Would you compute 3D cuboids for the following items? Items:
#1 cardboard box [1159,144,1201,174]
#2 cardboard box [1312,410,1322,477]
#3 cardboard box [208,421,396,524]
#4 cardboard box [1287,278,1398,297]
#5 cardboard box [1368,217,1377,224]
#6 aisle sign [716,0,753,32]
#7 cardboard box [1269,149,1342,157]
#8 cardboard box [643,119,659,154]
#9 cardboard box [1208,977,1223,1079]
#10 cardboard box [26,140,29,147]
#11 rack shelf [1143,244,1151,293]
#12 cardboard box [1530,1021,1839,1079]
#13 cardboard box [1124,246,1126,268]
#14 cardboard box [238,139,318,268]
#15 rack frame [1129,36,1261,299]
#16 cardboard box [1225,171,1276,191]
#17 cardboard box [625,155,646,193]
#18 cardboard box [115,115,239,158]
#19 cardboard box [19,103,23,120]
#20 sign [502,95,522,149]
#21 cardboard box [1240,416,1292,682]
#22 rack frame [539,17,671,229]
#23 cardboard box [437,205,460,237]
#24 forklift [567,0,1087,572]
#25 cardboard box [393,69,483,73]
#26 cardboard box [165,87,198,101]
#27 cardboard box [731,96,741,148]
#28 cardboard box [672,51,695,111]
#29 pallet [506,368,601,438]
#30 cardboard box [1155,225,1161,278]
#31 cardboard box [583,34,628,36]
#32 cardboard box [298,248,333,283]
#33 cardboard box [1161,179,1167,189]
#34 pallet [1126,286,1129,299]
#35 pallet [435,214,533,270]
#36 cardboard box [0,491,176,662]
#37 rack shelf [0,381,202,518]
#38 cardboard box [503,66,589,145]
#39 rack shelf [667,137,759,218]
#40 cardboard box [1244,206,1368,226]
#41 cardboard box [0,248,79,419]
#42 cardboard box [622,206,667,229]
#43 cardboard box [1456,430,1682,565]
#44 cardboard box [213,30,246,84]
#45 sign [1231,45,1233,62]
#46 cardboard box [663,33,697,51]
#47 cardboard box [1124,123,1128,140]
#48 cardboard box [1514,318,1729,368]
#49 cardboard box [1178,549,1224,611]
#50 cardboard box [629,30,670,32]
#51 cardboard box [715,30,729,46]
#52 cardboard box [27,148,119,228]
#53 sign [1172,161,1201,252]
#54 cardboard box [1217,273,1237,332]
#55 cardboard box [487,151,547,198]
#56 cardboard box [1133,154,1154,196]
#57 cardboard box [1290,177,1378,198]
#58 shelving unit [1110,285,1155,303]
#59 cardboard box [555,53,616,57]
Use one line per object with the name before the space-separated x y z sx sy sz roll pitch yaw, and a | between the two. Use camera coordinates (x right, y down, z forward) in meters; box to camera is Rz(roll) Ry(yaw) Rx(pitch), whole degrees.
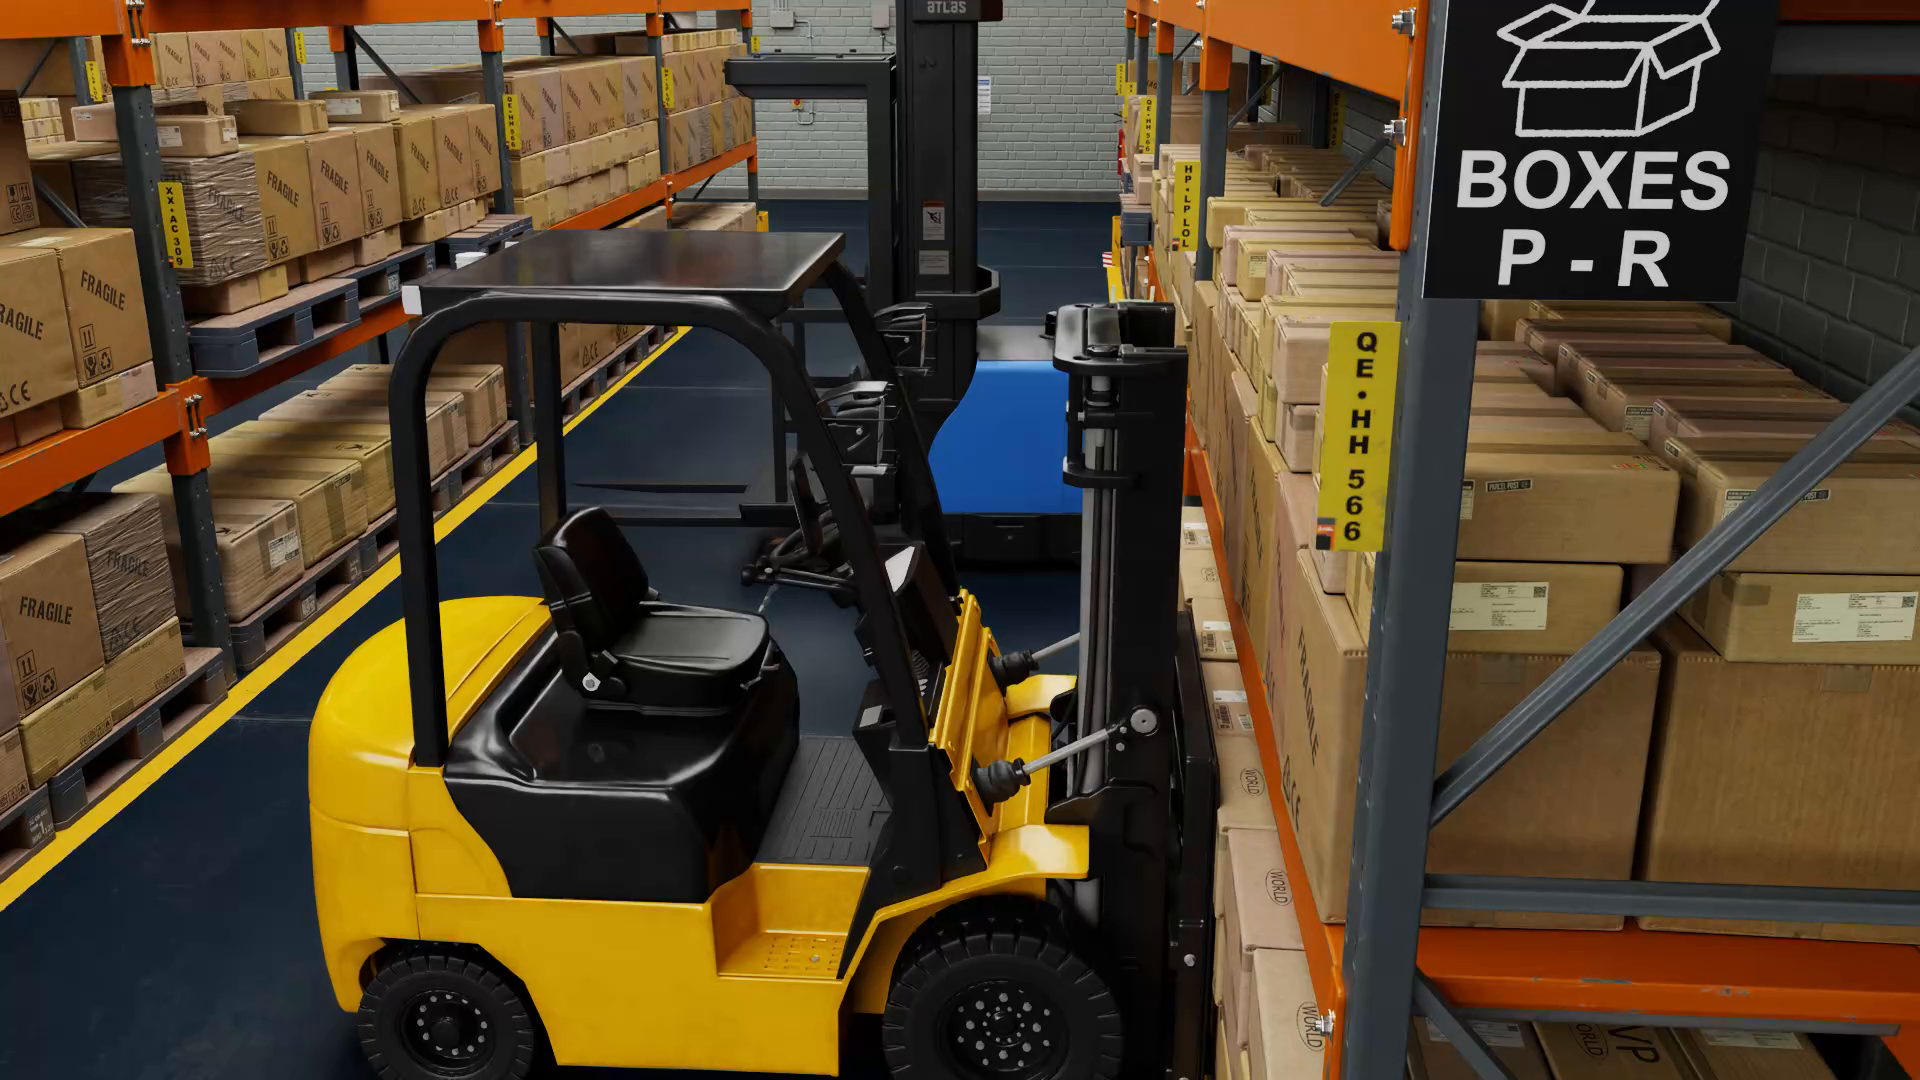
cardboard box | 1.348 -2.208 9.642 0.380 0.149 0.250 2 18 6
cardboard box | 0.934 -0.166 3.409 0.380 0.149 0.250 1 18 4
cardboard box | -3.442 -0.365 8.766 0.950 0.372 0.625 2 18 6
cardboard box | 1.010 -0.550 4.103 0.380 0.149 0.250 2 18 5
cardboard box | 1.617 -1.163 6.451 0.380 0.149 0.250 1 18 3
aisle sign | -2.399 -5.790 17.600 0.394 0.787 0.004 1 18 4
cardboard box | 1.936 -2.111 9.346 0.380 0.149 0.250 2 18 5
cardboard box | -2.789 -3.321 13.678 0.500 0.250 0.500 1 18 4
cardboard box | 0.899 1.185 4.232 0.500 0.250 0.500 1 18 5
cardboard box | -7.813 -3.170 13.510 0.380 0.149 0.250 1 18 4
rack shelf | 1.808 -2.224 12.048 1.077 0.370 4.000 1 18 4
cardboard box | 1.314 1.027 3.108 0.500 0.250 0.500 1 18 3
cardboard box | 1.999 -2.989 16.566 0.700 0.500 0.500 2 18 6
cardboard box | -3.219 -1.495 7.356 0.500 0.500 0.500 1 18 4
rack frame | 1.951 -3.187 13.832 1.000 3.000 0.127 1 18 4
cardboard box | 1.343 -1.724 8.165 0.380 0.149 0.250 1 18 4
cardboard box | -2.819 -2.922 13.265 0.500 0.250 0.500 1 18 3
cardboard box | -3.187 -1.647 6.777 0.380 0.149 0.250 1 18 4
cardboard box | -7.818 -3.446 13.396 0.380 0.149 0.250 1 18 2
sign | -2.745 -2.558 10.179 0.100 0.325 0.005 1 18 4
cardboard box | 0.947 0.014 3.904 0.500 0.500 0.500 1 18 3
rack frame | -3.000 -3.297 14.167 1.000 3.000 0.127 1 18 4
cardboard box | -3.022 -1.785 9.283 0.380 0.149 0.250 0 18 1
forklift | -0.623 -1.396 8.477 3.031 2.935 1.130 0 18 1
cardboard box | -3.482 -2.903 11.199 0.500 0.500 0.500 2 18 5
cardboard box | -7.557 -4.022 15.743 0.500 0.500 0.500 1 18 3
cardboard box | -2.535 -4.275 16.993 0.500 0.500 0.500 1 18 3
cardboard box | -2.682 -4.119 14.909 0.500 0.500 0.500 1 18 3
pallet | -3.155 -0.972 11.552 1.003 0.211 1.213 1 18 4
cardboard box | 1.348 -1.585 9.184 0.500 0.250 0.500 1 18 3
cardboard box | -3.141 -4.387 14.686 0.380 0.149 0.250 1 18 4
cardboard box | -3.188 -1.303 7.811 0.380 0.149 0.250 2 18 5
cardboard box | 1.352 -1.823 9.108 0.500 0.250 0.500 2 18 6
pallet | 2.001 -2.075 14.917 1.003 0.211 1.213 1 18 4
pallet | -3.232 -1.739 9.723 1.213 0.211 1.003 1 18 4
cardboard box | -3.348 0.128 6.251 0.500 0.500 0.500 1 18 3
rack shelf | -3.717 0.151 4.800 1.077 0.370 4.000 1 18 4
cardboard box | -2.929 -3.039 11.615 0.500 0.500 0.500 2 18 5
rack shelf | -2.857 -3.576 16.174 1.077 0.370 4.000 1 18 4
cardboard box | 1.148 -1.023 5.549 0.380 0.149 0.250 2 18 5
cardboard box | -3.387 -0.697 5.596 0.500 0.500 0.500 2 18 6
cardboard box | -2.965 -2.292 13.839 0.875 0.875 0.875 2 18 6
cardboard box | 0.906 -0.073 2.649 0.380 0.149 0.250 1 18 4
cardboard box | -7.507 -4.815 16.558 0.500 0.500 0.500 2 18 7
sign | 2.790 -5.111 17.337 0.100 0.325 0.005 1 18 4
cardboard box | -2.613 -4.538 15.146 0.380 0.149 0.250 1 18 2
cardboard box | 1.868 -4.050 16.230 0.500 0.250 0.500 1 18 3
cardboard box | 1.412 -0.379 3.581 0.380 0.149 0.250 2 18 6
cardboard box | 0.983 0.231 5.535 0.500 0.250 0.500 1 18 4
cardboard box | -3.063 -4.940 16.373 0.380 0.149 0.250 1 18 4
cardboard box | -2.527 -5.015 16.603 0.380 0.149 0.250 2 18 5
cardboard box | -3.769 -1.349 6.910 0.500 0.500 0.500 1 18 3
sign | 0.836 -1.224 6.109 0.100 0.325 0.005 1 18 4
cardboard box | 0.993 -0.728 5.125 0.380 0.149 0.250 2 18 5
cardboard box | -3.004 -2.373 10.784 0.500 0.250 0.500 1 18 4
cardboard box | 1.417 -2.408 11.021 0.500 0.250 0.500 0 18 1
cardboard box | 1.773 -1.635 7.893 0.380 0.149 0.250 1 18 4
shelving unit | 0.949 -0.765 9.236 0.258 1.200 0.503 1 21 -4
cardboard box | -3.242 -3.972 14.462 0.500 0.500 0.500 1 18 3
